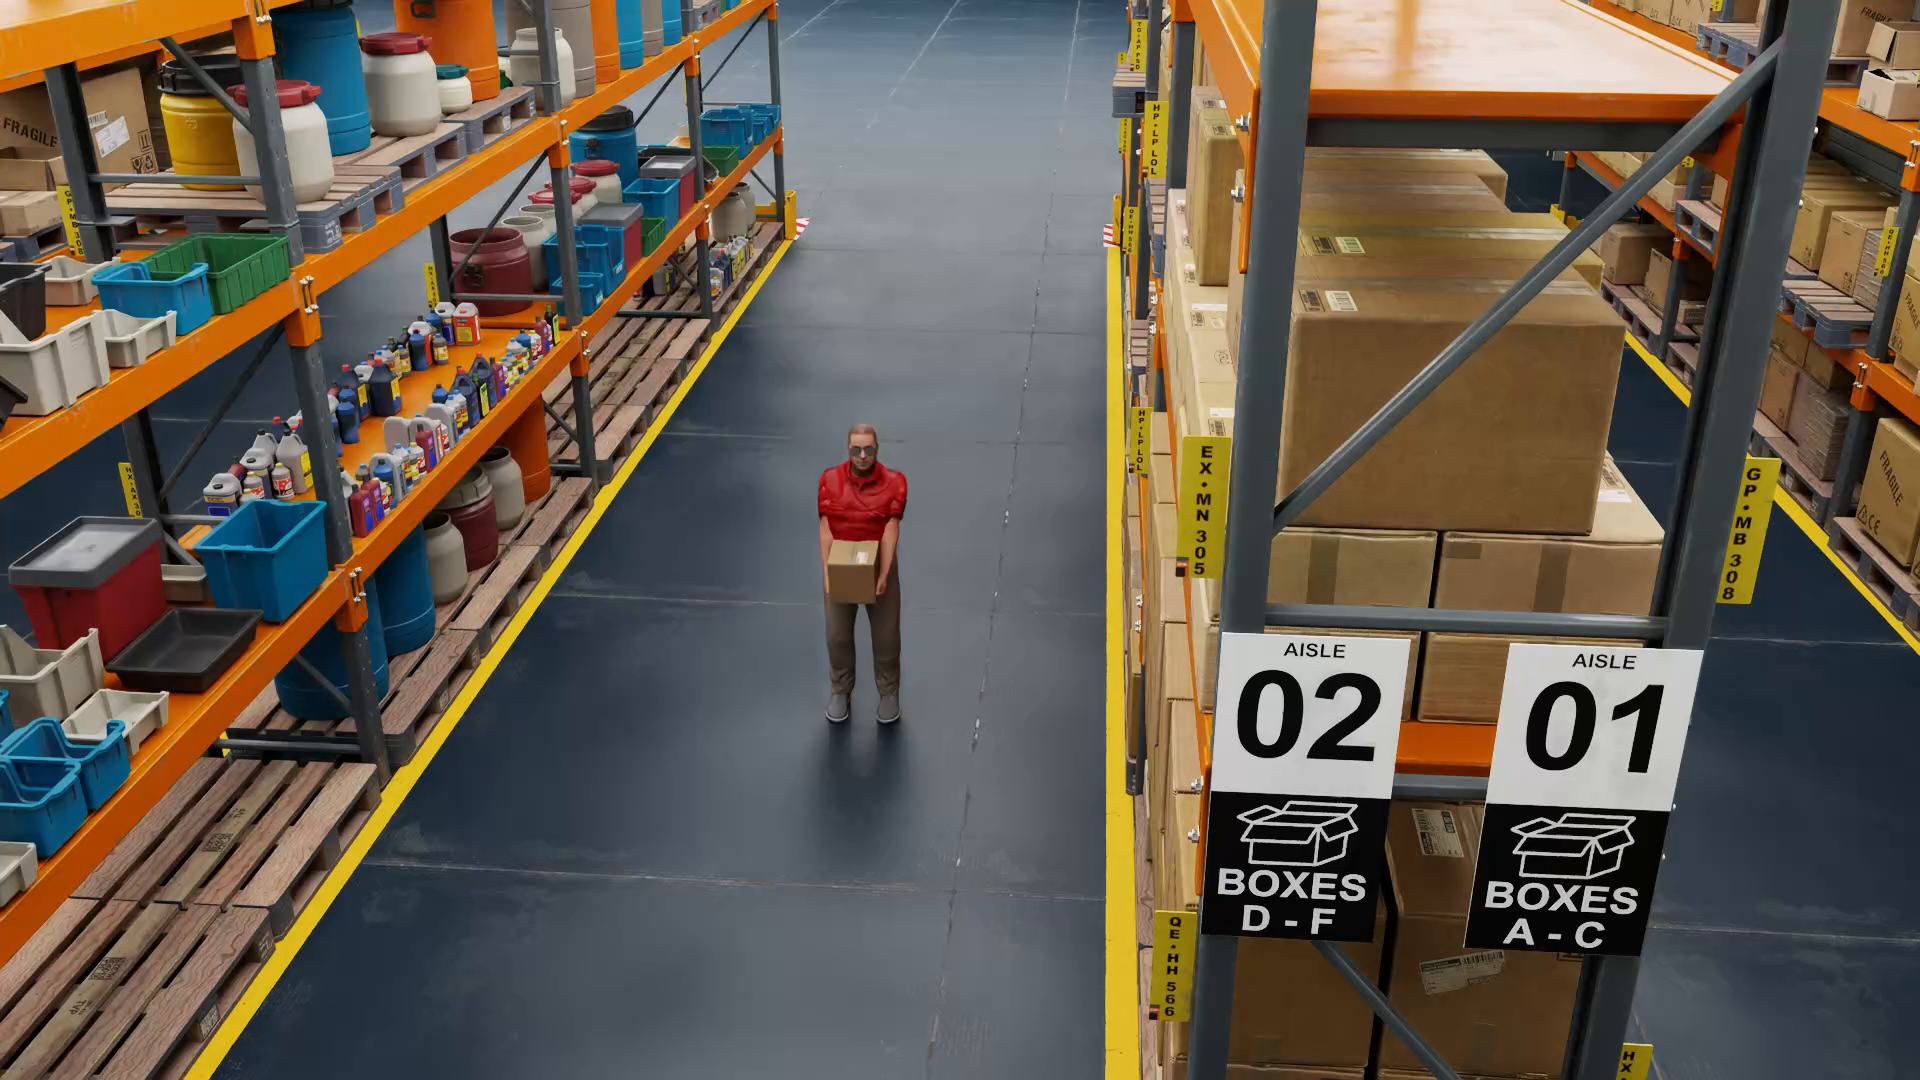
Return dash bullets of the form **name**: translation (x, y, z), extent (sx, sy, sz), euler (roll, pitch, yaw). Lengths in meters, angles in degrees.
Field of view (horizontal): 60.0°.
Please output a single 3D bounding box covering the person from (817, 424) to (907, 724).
- **person**: translation (-0.537, 0.220, 9.151), extent (0.490, 1.725, 0.544), euler (2, 24, 4)
